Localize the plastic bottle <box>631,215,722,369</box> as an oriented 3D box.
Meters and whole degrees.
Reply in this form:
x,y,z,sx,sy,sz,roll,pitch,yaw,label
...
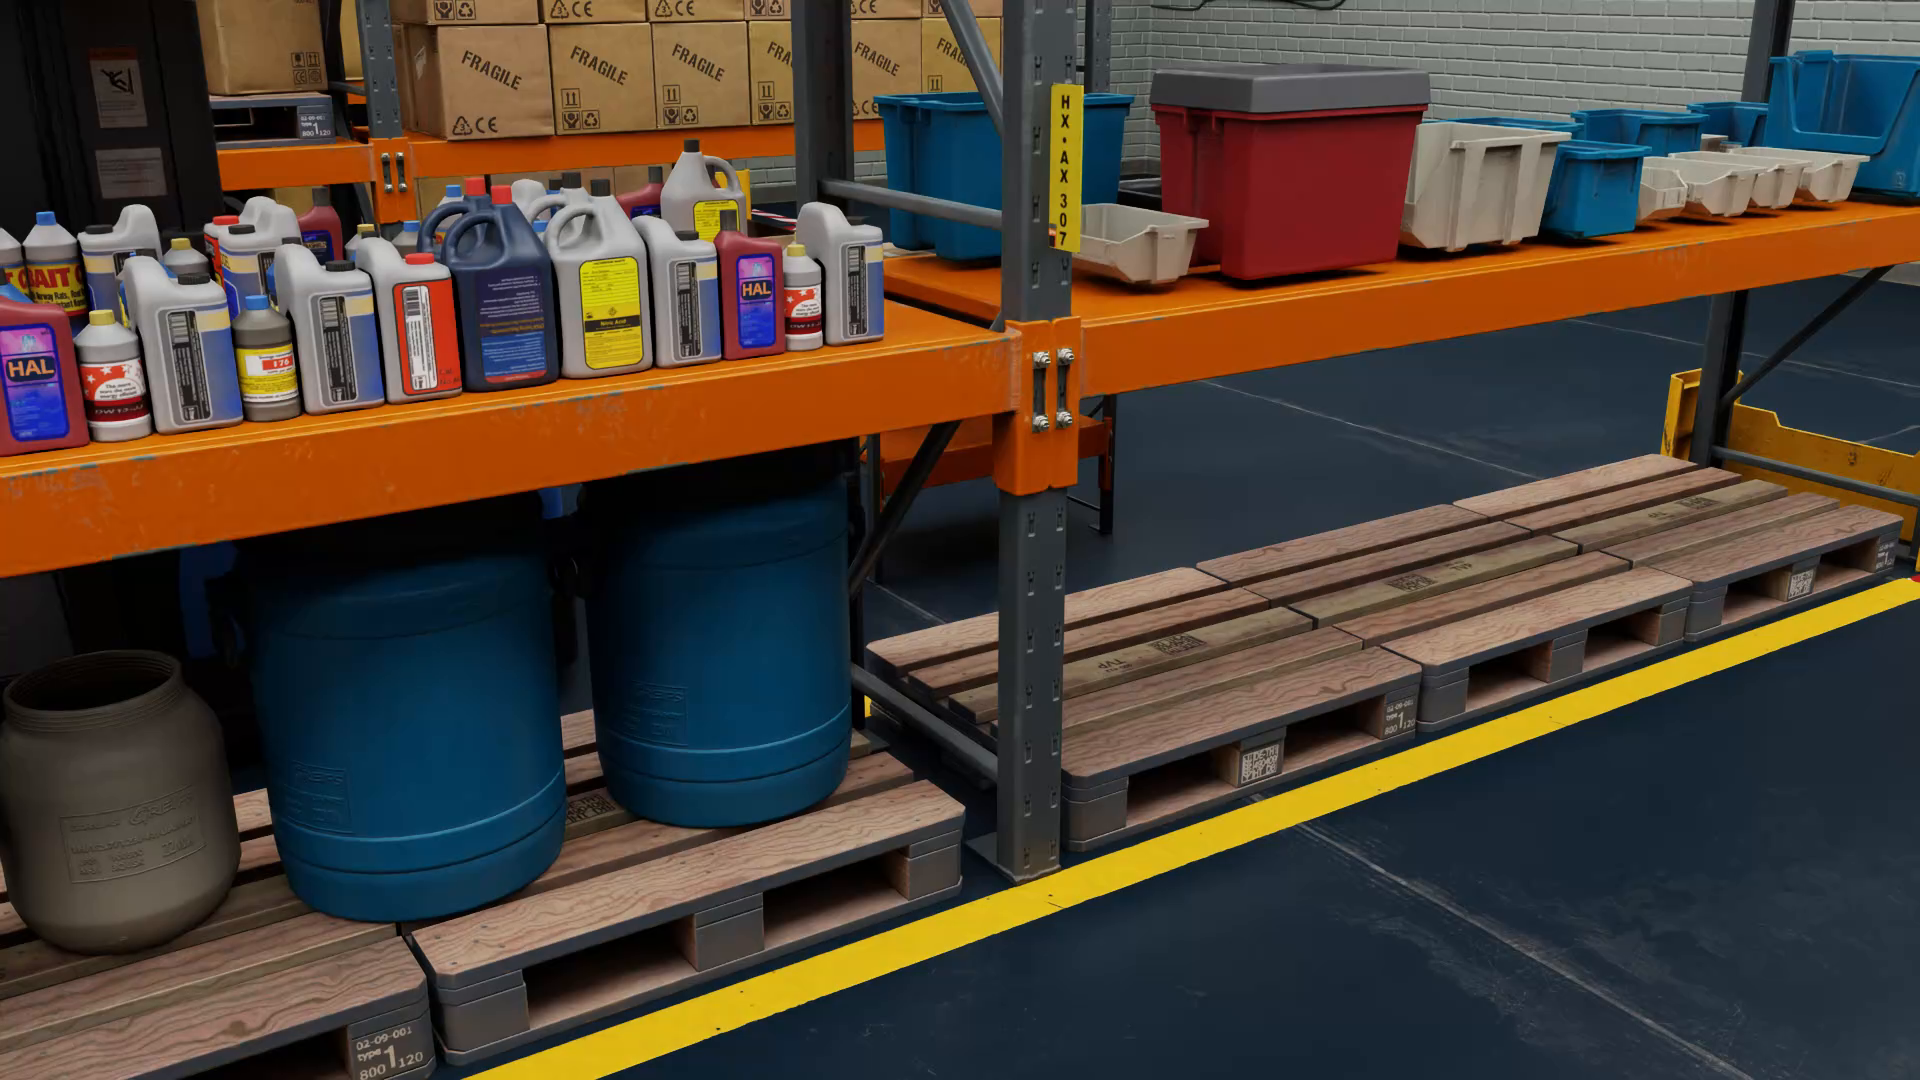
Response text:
x,y,z,sx,sy,sz,roll,pitch,yaw,label
-0.546,-0.481,3.178,0.135,0.276,0.152,-12,22,-31,plastic bottle

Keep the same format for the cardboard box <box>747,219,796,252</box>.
x,y,z,sx,sy,sz,roll,pitch,yaw,label
-1.244,-1.444,9.043,0.637,0.503,0.797,-12,22,-31,cardboard box

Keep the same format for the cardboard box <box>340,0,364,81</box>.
x,y,z,sx,sy,sz,roll,pitch,yaw,label
-4.463,-3.771,12.246,0.700,0.700,0.980,-13,22,-33,cardboard box

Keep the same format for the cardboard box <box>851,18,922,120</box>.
x,y,z,sx,sy,sz,roll,pitch,yaw,label
-0.545,-2.507,8.821,0.500,0.500,0.500,-12,22,-31,cardboard box

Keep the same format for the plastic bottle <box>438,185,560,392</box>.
x,y,z,sx,sy,sz,roll,pitch,yaw,label
-0.831,-0.455,2.984,0.185,0.351,0.144,-12,22,-31,plastic bottle

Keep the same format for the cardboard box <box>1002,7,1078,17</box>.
x,y,z,sx,sy,sz,roll,pitch,yaw,label
0.310,-3.159,9.189,0.500,0.500,0.500,-12,22,-32,cardboard box

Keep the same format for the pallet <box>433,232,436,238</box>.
x,y,z,sx,sy,sz,roll,pitch,yaw,label
-3.840,-2.418,13.069,1.213,0.211,1.003,-12,22,-31,pallet

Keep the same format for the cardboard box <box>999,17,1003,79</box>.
x,y,z,sx,sy,sz,roll,pitch,yaw,label
0.306,-2.686,9.350,0.500,0.500,0.500,-11,22,-30,cardboard box

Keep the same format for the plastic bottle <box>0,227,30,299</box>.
x,y,z,sx,sy,sz,roll,pitch,yaw,label
-1.845,-0.485,3.198,0.097,0.271,0.097,0,19,0,plastic bottle

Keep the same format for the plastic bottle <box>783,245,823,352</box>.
x,y,z,sx,sy,sz,roll,pitch,yaw,label
-0.322,-0.482,3.298,0.097,0.201,0.097,0,19,0,plastic bottle

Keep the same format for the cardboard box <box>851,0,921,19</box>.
x,y,z,sx,sy,sz,roll,pitch,yaw,label
-0.542,-2.978,8.652,0.500,0.500,0.500,-11,22,-30,cardboard box

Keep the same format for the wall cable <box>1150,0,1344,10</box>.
x,y,z,sx,sy,sz,roll,pitch,yaw,label
2.723,-6.386,15.933,0.112,2.526,3.097,-12,22,-31,wall cable

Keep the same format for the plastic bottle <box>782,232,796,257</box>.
x,y,z,sx,sy,sz,roll,pitch,yaw,label
-0.325,-0.540,3.470,0.097,0.201,0.097,0,19,0,plastic bottle

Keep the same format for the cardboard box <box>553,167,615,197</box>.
x,y,z,sx,sy,sz,roll,pitch,yaw,label
-3.145,-2.891,13.361,0.500,0.500,0.700,-12,22,-32,cardboard box

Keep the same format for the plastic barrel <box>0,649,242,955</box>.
x,y,z,sx,sy,sz,roll,pitch,yaw,label
-1.665,0.511,3.279,0.421,0.512,0.421,0,19,0,plastic barrel

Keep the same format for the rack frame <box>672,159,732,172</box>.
x,y,z,sx,sy,sz,roll,pitch,yaw,label
-2.197,-4.115,13.732,0.127,3.000,1.000,-12,22,-31,rack frame

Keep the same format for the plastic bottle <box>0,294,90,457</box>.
x,y,z,sx,sy,sz,roll,pitch,yaw,label
-1.441,-0.278,2.567,0.133,0.283,0.061,-12,22,-31,plastic bottle

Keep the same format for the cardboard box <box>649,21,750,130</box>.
x,y,z,sx,sy,sz,roll,pitch,yaw,label
-1.390,-2.329,8.293,0.500,0.500,0.500,-12,22,-32,cardboard box

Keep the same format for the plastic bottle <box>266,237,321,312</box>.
x,y,z,sx,sy,sz,roll,pitch,yaw,label
-1.163,-0.397,2.935,0.097,0.271,0.097,0,19,0,plastic bottle

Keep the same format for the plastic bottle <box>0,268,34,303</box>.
x,y,z,sx,sy,sz,roll,pitch,yaw,label
-1.500,-0.291,2.622,0.097,0.271,0.097,0,19,0,plastic bottle

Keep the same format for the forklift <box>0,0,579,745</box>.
x,y,z,sx,sy,sz,roll,pitch,yaw,label
-2.668,-0.844,4.164,3.031,2.935,1.130,-11,22,-30,forklift

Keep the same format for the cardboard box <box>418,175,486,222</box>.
x,y,z,sx,sy,sz,roll,pitch,yaw,label
-4.006,-2.707,12.815,0.500,0.500,0.700,-11,22,-30,cardboard box

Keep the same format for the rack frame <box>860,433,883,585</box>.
x,y,z,sx,sy,sz,roll,pitch,yaw,label
-0.419,-0.445,5.803,0.032,1.125,0.500,-12,22,-31,rack frame

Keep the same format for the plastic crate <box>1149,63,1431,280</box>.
x,y,z,sx,sy,sz,roll,pitch,yaw,label
0.795,-0.909,4.057,0.583,0.464,0.402,-12,22,-31,plastic crate

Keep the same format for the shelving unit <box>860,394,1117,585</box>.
x,y,z,sx,sy,sz,roll,pitch,yaw,label
0.006,-0.534,6.068,1.048,1.125,0.538,-12,22,-31,shelving unit

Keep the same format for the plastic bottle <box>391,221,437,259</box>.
x,y,z,sx,sy,sz,roll,pitch,yaw,label
-1.184,-0.592,3.622,0.097,0.201,0.097,0,19,0,plastic bottle

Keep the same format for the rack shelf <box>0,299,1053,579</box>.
x,y,z,sx,sy,sz,roll,pitch,yaw,label
-1.759,-0.067,2.883,4.000,0.370,1.077,-12,22,-31,rack shelf

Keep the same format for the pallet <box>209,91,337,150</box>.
x,y,z,sx,sy,sz,roll,pitch,yaw,label
-3.538,-1.883,7.432,1.213,0.211,1.003,-12,22,-31,pallet

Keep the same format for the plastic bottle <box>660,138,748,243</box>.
x,y,z,sx,sy,sz,roll,pitch,yaw,label
-0.595,-0.754,3.870,0.185,0.351,0.144,-12,22,-31,plastic bottle

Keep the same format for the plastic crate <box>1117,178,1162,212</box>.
x,y,z,sx,sy,sz,roll,pitch,yaw,label
0.698,-0.927,4.640,0.590,0.125,0.437,-12,22,-31,plastic crate

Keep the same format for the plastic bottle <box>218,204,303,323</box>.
x,y,z,sx,sy,sz,roll,pitch,yaw,label
-1.375,-0.518,3.287,0.135,0.276,0.152,-12,22,-31,plastic bottle

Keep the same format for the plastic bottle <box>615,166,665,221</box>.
x,y,z,sx,sy,sz,roll,pitch,yaw,label
-0.741,-0.731,3.906,0.133,0.283,0.061,-12,22,-31,plastic bottle

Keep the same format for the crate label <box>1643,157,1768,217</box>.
x,y,z,sx,sy,sz,roll,pitch,yaw,label
2.201,-1.073,5.054,0.243,0.136,0.396,-12,22,-31,crate label

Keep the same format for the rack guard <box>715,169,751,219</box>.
x,y,z,sx,sy,sz,roll,pitch,yaw,label
-2.177,-2.935,14.145,0.348,0.500,1.175,-12,22,-31,rack guard

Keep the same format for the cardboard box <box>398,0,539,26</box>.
x,y,z,sx,sy,sz,roll,pitch,yaw,label
-2.262,-2.615,7.578,0.500,0.500,0.500,-11,22,-30,cardboard box

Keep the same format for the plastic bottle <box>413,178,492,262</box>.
x,y,z,sx,sy,sz,roll,pitch,yaw,label
-0.910,-0.493,3.098,0.185,0.351,0.144,-12,22,-31,plastic bottle

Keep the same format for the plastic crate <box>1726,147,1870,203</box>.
x,y,z,sx,sy,sz,roll,pitch,yaw,label
2.670,-1.176,5.358,0.243,0.136,0.396,-12,22,-31,plastic crate

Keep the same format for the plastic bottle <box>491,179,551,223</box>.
x,y,z,sx,sy,sz,roll,pitch,yaw,label
-0.991,-0.657,3.699,0.135,0.276,0.152,-12,22,-31,plastic bottle

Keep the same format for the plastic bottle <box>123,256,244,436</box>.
x,y,z,sx,sy,sz,roll,pitch,yaw,label
-1.273,-0.328,2.725,0.135,0.276,0.152,-12,22,-31,plastic bottle

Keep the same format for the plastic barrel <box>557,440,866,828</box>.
x,y,z,sx,sy,sz,roll,pitch,yaw,label
-0.553,0.126,3.809,0.708,0.901,0.600,-12,22,-31,plastic barrel

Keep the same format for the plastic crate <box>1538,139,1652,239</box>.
x,y,z,sx,sy,sz,roll,pitch,yaw,label
1.677,-0.984,4.638,0.300,0.233,0.416,-12,22,-31,plastic crate

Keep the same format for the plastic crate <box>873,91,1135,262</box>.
x,y,z,sx,sy,sz,roll,pitch,yaw,label
0.113,-0.955,4.316,0.575,0.384,0.392,-12,22,-31,plastic crate

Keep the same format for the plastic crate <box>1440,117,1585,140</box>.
x,y,z,sx,sy,sz,roll,pitch,yaw,label
1.765,-1.227,5.357,0.300,0.233,0.416,-12,22,-31,plastic crate

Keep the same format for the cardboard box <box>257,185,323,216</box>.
x,y,z,sx,sy,sz,roll,pitch,yaw,label
-4.857,-2.529,12.290,0.500,0.500,0.700,-12,22,-31,cardboard box

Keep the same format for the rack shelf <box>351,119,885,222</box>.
x,y,z,sx,sy,sz,roll,pitch,yaw,label
-1.140,-2.097,8.888,4.000,0.370,1.077,-12,22,-31,rack shelf

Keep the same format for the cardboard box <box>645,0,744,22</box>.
x,y,z,sx,sy,sz,roll,pitch,yaw,label
-1.402,-2.796,8.114,0.500,0.500,0.500,-13,22,-33,cardboard box

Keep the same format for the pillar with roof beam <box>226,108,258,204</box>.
x,y,z,sx,sy,sz,roll,pitch,yaw,label
-3.061,-5.455,8.330,0.400,9.000,9.100,-12,22,-31,pillar with roof beam

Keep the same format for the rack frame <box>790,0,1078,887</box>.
x,y,z,sx,sy,sz,roll,pitch,yaw,label
-0.089,-0.760,3.810,0.127,3.000,1.000,-12,22,-31,rack frame

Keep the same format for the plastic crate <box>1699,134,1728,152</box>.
x,y,z,sx,sy,sz,roll,pitch,yaw,label
2.551,-1.378,5.957,0.298,0.136,0.250,-12,22,-31,plastic crate

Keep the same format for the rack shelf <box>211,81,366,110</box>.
x,y,z,sx,sy,sz,roll,pitch,yaw,label
-3.867,-3.422,12.805,4.000,0.370,1.077,-12,22,-31,rack shelf

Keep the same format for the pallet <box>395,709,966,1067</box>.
x,y,z,sx,sy,sz,roll,pitch,yaw,label
-0.756,0.686,3.887,1.213,0.211,1.003,-12,22,-31,pallet

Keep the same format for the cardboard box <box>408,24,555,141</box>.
x,y,z,sx,sy,sz,roll,pitch,yaw,label
-2.235,-2.150,7.765,0.500,0.500,0.500,-11,22,-30,cardboard box

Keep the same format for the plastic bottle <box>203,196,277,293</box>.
x,y,z,sx,sy,sz,roll,pitch,yaw,label
-1.459,-0.559,3.408,0.135,0.276,0.152,-12,22,-31,plastic bottle

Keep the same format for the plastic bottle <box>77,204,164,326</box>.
x,y,z,sx,sy,sz,roll,pitch,yaw,label
-1.652,-0.518,3.287,0.135,0.276,0.152,-12,22,-31,plastic bottle

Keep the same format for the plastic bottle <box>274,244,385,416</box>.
x,y,z,sx,sy,sz,roll,pitch,yaw,label
-1.079,-0.369,2.845,0.135,0.276,0.152,-12,22,-31,plastic bottle

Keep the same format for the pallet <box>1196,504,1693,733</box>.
x,y,z,sx,sy,sz,roll,pitch,yaw,label
1.524,0.205,5.310,1.213,0.211,1.003,-12,22,-31,pallet
